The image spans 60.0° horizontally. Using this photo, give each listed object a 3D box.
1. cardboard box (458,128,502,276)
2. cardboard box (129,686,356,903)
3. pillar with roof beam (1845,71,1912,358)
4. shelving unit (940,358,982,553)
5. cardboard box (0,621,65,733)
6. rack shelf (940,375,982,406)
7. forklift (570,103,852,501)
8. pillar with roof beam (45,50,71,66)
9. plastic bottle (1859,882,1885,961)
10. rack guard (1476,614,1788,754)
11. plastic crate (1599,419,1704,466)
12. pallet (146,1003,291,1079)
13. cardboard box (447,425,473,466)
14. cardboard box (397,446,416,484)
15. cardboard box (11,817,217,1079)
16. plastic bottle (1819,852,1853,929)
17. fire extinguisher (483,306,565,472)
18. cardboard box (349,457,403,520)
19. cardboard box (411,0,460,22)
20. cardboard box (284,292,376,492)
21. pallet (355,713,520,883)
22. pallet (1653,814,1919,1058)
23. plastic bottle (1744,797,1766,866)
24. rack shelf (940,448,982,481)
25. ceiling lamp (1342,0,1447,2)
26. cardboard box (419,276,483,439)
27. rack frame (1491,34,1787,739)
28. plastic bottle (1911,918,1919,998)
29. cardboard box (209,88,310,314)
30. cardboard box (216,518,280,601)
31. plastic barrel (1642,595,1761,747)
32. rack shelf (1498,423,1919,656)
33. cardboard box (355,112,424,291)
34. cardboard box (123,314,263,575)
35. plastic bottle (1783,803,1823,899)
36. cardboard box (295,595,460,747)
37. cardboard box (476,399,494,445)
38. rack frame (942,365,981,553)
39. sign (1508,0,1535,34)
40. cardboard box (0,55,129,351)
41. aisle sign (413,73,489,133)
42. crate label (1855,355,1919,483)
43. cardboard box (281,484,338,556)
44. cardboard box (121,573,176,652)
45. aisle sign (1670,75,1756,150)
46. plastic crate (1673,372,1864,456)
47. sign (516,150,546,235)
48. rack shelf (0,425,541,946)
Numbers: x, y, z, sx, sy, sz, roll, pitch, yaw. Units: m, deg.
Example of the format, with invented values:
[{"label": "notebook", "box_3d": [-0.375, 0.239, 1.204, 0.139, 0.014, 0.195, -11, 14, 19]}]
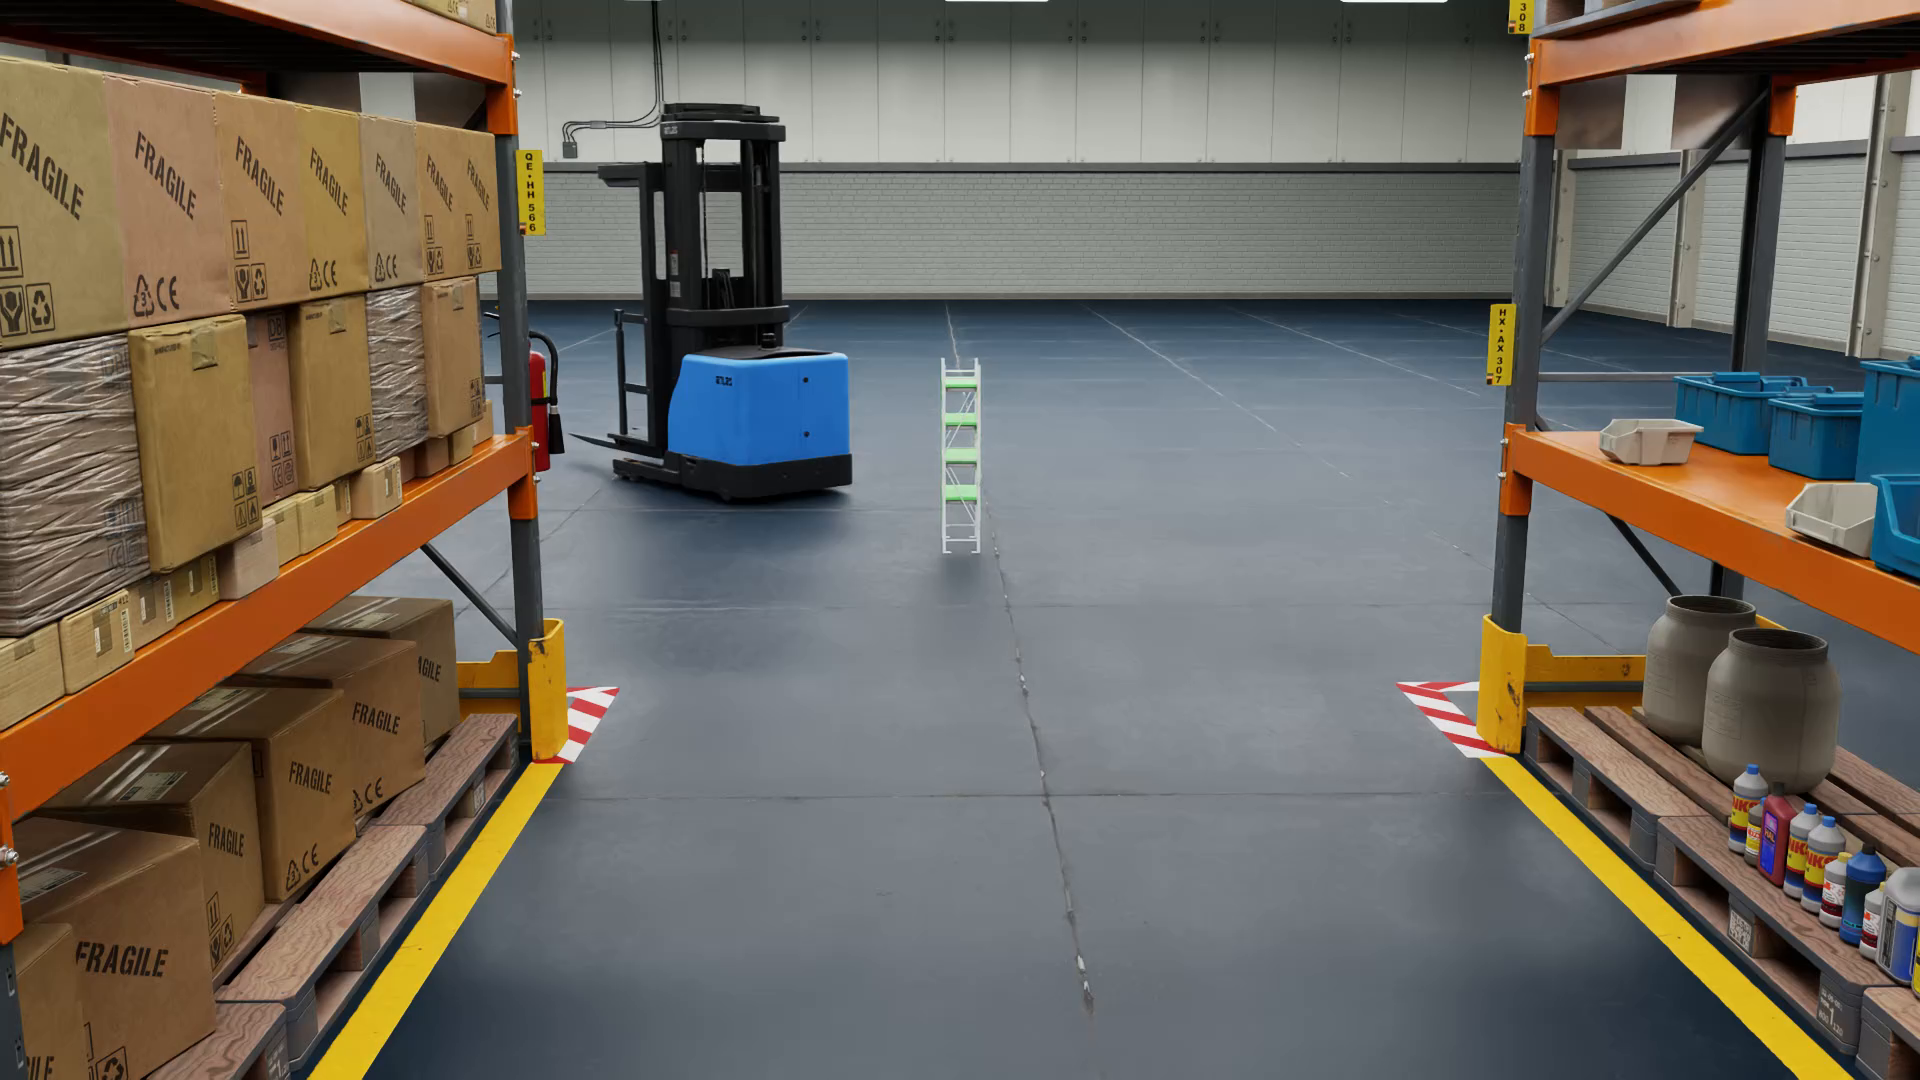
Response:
[{"label": "cardboard box", "box_3d": [-1.966, -1.208, 5.953, 0.500, 0.500, 0.500, 0, 11, -1]}, {"label": "cardboard box", "box_3d": [-2.188, 0.756, 5.021, 0.500, 0.500, 0.500, 1, 11, 4]}, {"label": "pillar with roof beam", "box_3d": [8.836, -7.057, 23.211, 9.100, 9.000, 0.400, 0, 11, -1]}, {"label": "shelving unit", "box_3d": [0.003, -0.555, 10.778, 0.258, 1.200, 0.503, 0, 11, -1]}, {"label": "cardboard box", "box_3d": [-1.846, 0.243, 2.948, 0.380, 0.149, 0.250, 0, 11, -1]}, {"label": "rack shelf", "box_3d": [0.003, -0.963, 10.695, 0.258, 0.148, 0.480, 0, 11, -1]}, {"label": "forklift", "box_3d": [-2.170, -1.960, 13.351, 1.130, 2.935, 3.031, -10, 15, -39]}, {"label": "pillar with roof beam", "box_3d": [-14.297, -9.348, 34.506, 9.100, 9.000, 0.548, 0, 11, -1]}, {"label": "plastic bottle", "box_3d": [2.469, 1.015, 4.445, 0.097, 0.201, 0.097, 0, 11, 0]}, {"label": "rack guard", "box_3d": [2.776, 0.589, 6.901, 1.175, 0.500, 0.348, 0, 11, -1]}, {"label": "plastic crate", "box_3d": [2.424, -0.343, 5.869, 0.298, 0.136, 0.250, 0, 11, -1]}, {"label": "pallet", "box_3d": [-2.191, 1.397, 3.641, 1.003, 0.211, 1.213, 0, 11, -1]}, {"label": "cardboard box", "box_3d": [-1.951, -0.353, 5.887, 0.380, 0.149, 0.250, 0, 11, -1]}, {"label": "cardboard box", "box_3d": [-1.998, -0.253, 5.395, 0.380, 0.149, 0.250, 0, 11, -1]}, {"label": "cardboard box", "box_3d": [-2.130, 0.990, 3.867, 0.500, 0.500, 0.500, 4, 12, 17]}, {"label": "plastic bottle", "box_3d": [2.465, 0.974, 4.647, 0.097, 0.201, 0.097, 0, 11, 0]}, {"label": "fire extinguisher", "box_3d": [-1.766, -0.618, 6.755, 0.296, 0.674, 0.183, 0, 11, -1]}, {"label": "cardboard box", "box_3d": [-1.876, -0.154, 4.908, 0.380, 0.149, 0.250, 0, 11, -1]}, {"label": "cardboard box", "box_3d": [-1.947, -1.834, 5.386, 0.500, 0.250, 0.500, 0, 11, -1]}, {"label": "cardboard box", "box_3d": [-2.145, -0.419, 4.578, 0.875, 0.500, 0.500, 0, 11, -1]}, {"label": "pallet", "box_3d": [-2.241, 0.912, 6.032, 1.003, 0.211, 1.213, 0, 11, -1]}, {"label": "pallet", "box_3d": [2.810, 1.133, 4.941, 1.003, 0.211, 1.213, 0, 11, -1]}, {"label": "plastic bottle", "box_3d": [2.455, 0.887, 5.076, 0.097, 0.201, 0.097, 0, 11, 0]}, {"label": "rack shelf", "box_3d": [0.003, -0.492, 10.790, 0.258, 0.148, 0.480, 0, 11, -1]}, {"label": "ceiling lamp", "box_3d": [8.012, -11.532, 30.589, 2.000, 3.185, 0.800, 0, 11, -1]}, {"label": "cardboard box", "box_3d": [-2.110, -0.618, 5.559, 0.875, 0.500, 0.500, 0, 11, -1]}, {"label": "rack frame", "box_3d": [2.727, -0.651, 6.726, 1.000, 3.000, 0.127, 0, 11, -1]}, {"label": "plastic bottle", "box_3d": [2.498, 0.997, 4.156, 0.144, 0.351, 0.185, 0, 11, -2]}, {"label": "cardboard box", "box_3d": [-1.919, -0.810, 3.993, 0.500, 0.500, 0.500, 0, 11, -1]}, {"label": "cardboard box", "box_3d": [-1.849, 0.044, 3.928, 0.380, 0.149, 0.250, 0, 11, -1]}, {"label": "plastic barrel", "box_3d": [2.817, 0.493, 6.288, 0.421, 0.512, 0.421, 0, 11, 0]}, {"label": "rack shelf", "box_3d": [2.769, 0.099, 4.838, 1.077, 0.370, 4.000, 0, 11, -1]}, {"label": "cardboard box", "box_3d": [-1.942, -1.009, 4.973, 0.500, 0.500, 0.500, 0, 11, -1]}, {"label": "cardboard box", "box_3d": [-2.064, -0.220, 3.600, 0.875, 0.500, 0.500, 0, 11, -1]}, {"label": "plastic bottle", "box_3d": [2.460, 0.900, 4.835, 0.097, 0.271, 0.097, 0, 11, 0]}, {"label": "cardboard box", "box_3d": [-2.228, 0.512, 6.220, 0.500, 0.500, 0.500, 2, 12, 9]}, {"label": "cardboard box", "box_3d": [-2.012, -0.452, 6.375, 0.380, 0.149, 0.250, 0, 11, -1]}, {"label": "rack frame", "box_3d": [0.008, -0.507, 10.539, 0.240, 1.200, 0.015, 0, 11, -1]}, {"label": "sign", "box_3d": [2.177, -2.124, 6.420, 0.100, 0.325, 0.005, 0, 11, -1]}, {"label": "cardboard box", "box_3d": [-1.897, -0.611, 3.013, 0.500, 0.500, 0.500, 0, 11, -1]}, {"label": "aisle sign", "box_3d": [-1.926, -1.919, 6.434, 0.394, 0.787, 0.004, 0, 11, -1]}, {"label": "crate label", "box_3d": [3.036, -0.304, 4.924, 0.502, 0.435, 0.616, 0, 11, -1]}, {"label": "cardboard box", "box_3d": [-1.890, -0.055, 4.417, 0.380, 0.149, 0.250, 0, 11, -1]}, {"label": "cardboard box", "box_3d": [-1.871, 0.144, 3.438, 0.380, 0.149, 0.250, 0, 11, -1]}, {"label": "aisle sign", "box_3d": [3.023, -1.941, 6.544, 0.394, 0.787, 0.004, 0, 11, -1]}, {"label": "plastic crate", "box_3d": [3.037, -0.480, 6.256, 0.499, 0.251, 0.616, 0, 11, -1]}, {"label": "sign", "box_3d": [-1.669, -1.352, 6.471, 0.100, 0.325, 0.005, 0, 11, -1]}, {"label": "rack shelf", "box_3d": [-2.183, 0.119, 4.737, 1.077, 0.370, 4.000, 0, 11, -1]}]
